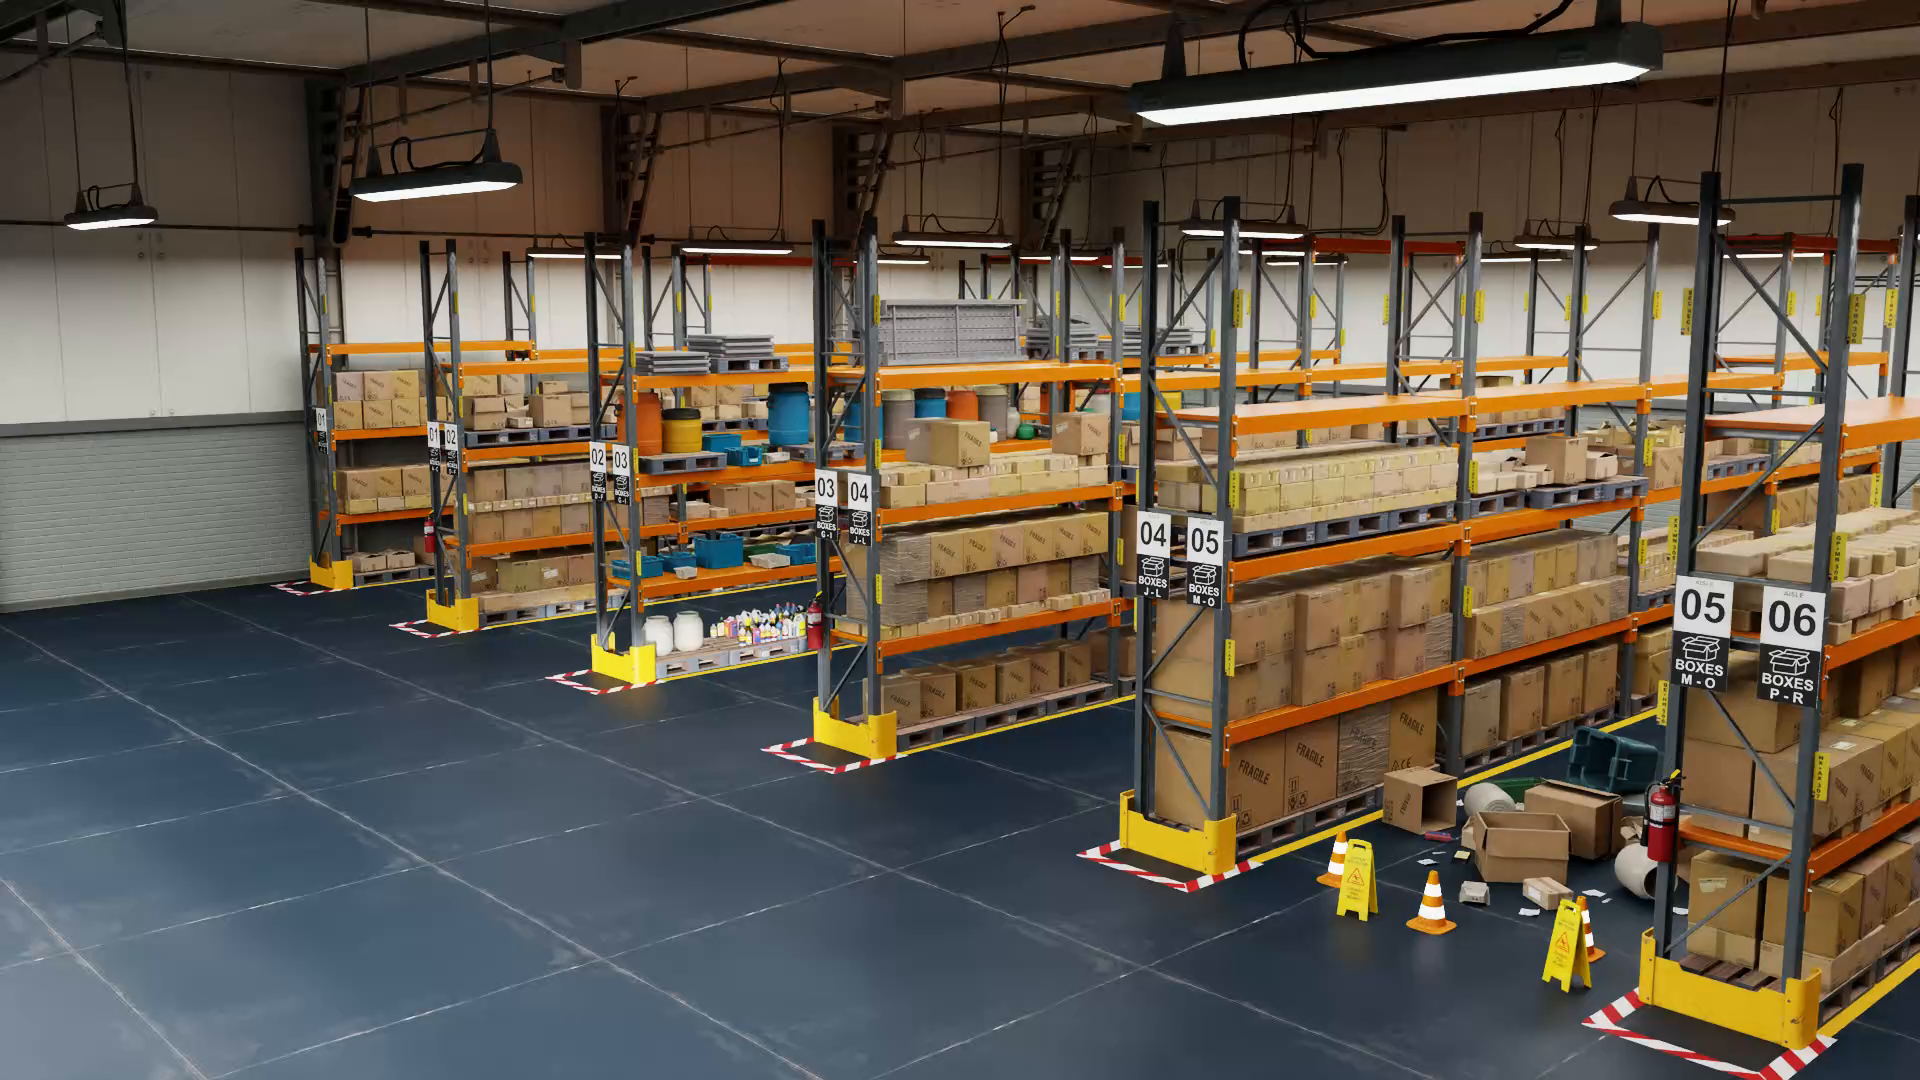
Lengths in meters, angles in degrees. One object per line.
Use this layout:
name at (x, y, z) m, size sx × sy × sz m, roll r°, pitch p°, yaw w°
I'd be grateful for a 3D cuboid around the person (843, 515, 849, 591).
person at (-1.678, -0.074, 27.795) m, size 0.700 × 1.783 × 0.887 m, roll 7°, pitch 11°, yaw 41°
